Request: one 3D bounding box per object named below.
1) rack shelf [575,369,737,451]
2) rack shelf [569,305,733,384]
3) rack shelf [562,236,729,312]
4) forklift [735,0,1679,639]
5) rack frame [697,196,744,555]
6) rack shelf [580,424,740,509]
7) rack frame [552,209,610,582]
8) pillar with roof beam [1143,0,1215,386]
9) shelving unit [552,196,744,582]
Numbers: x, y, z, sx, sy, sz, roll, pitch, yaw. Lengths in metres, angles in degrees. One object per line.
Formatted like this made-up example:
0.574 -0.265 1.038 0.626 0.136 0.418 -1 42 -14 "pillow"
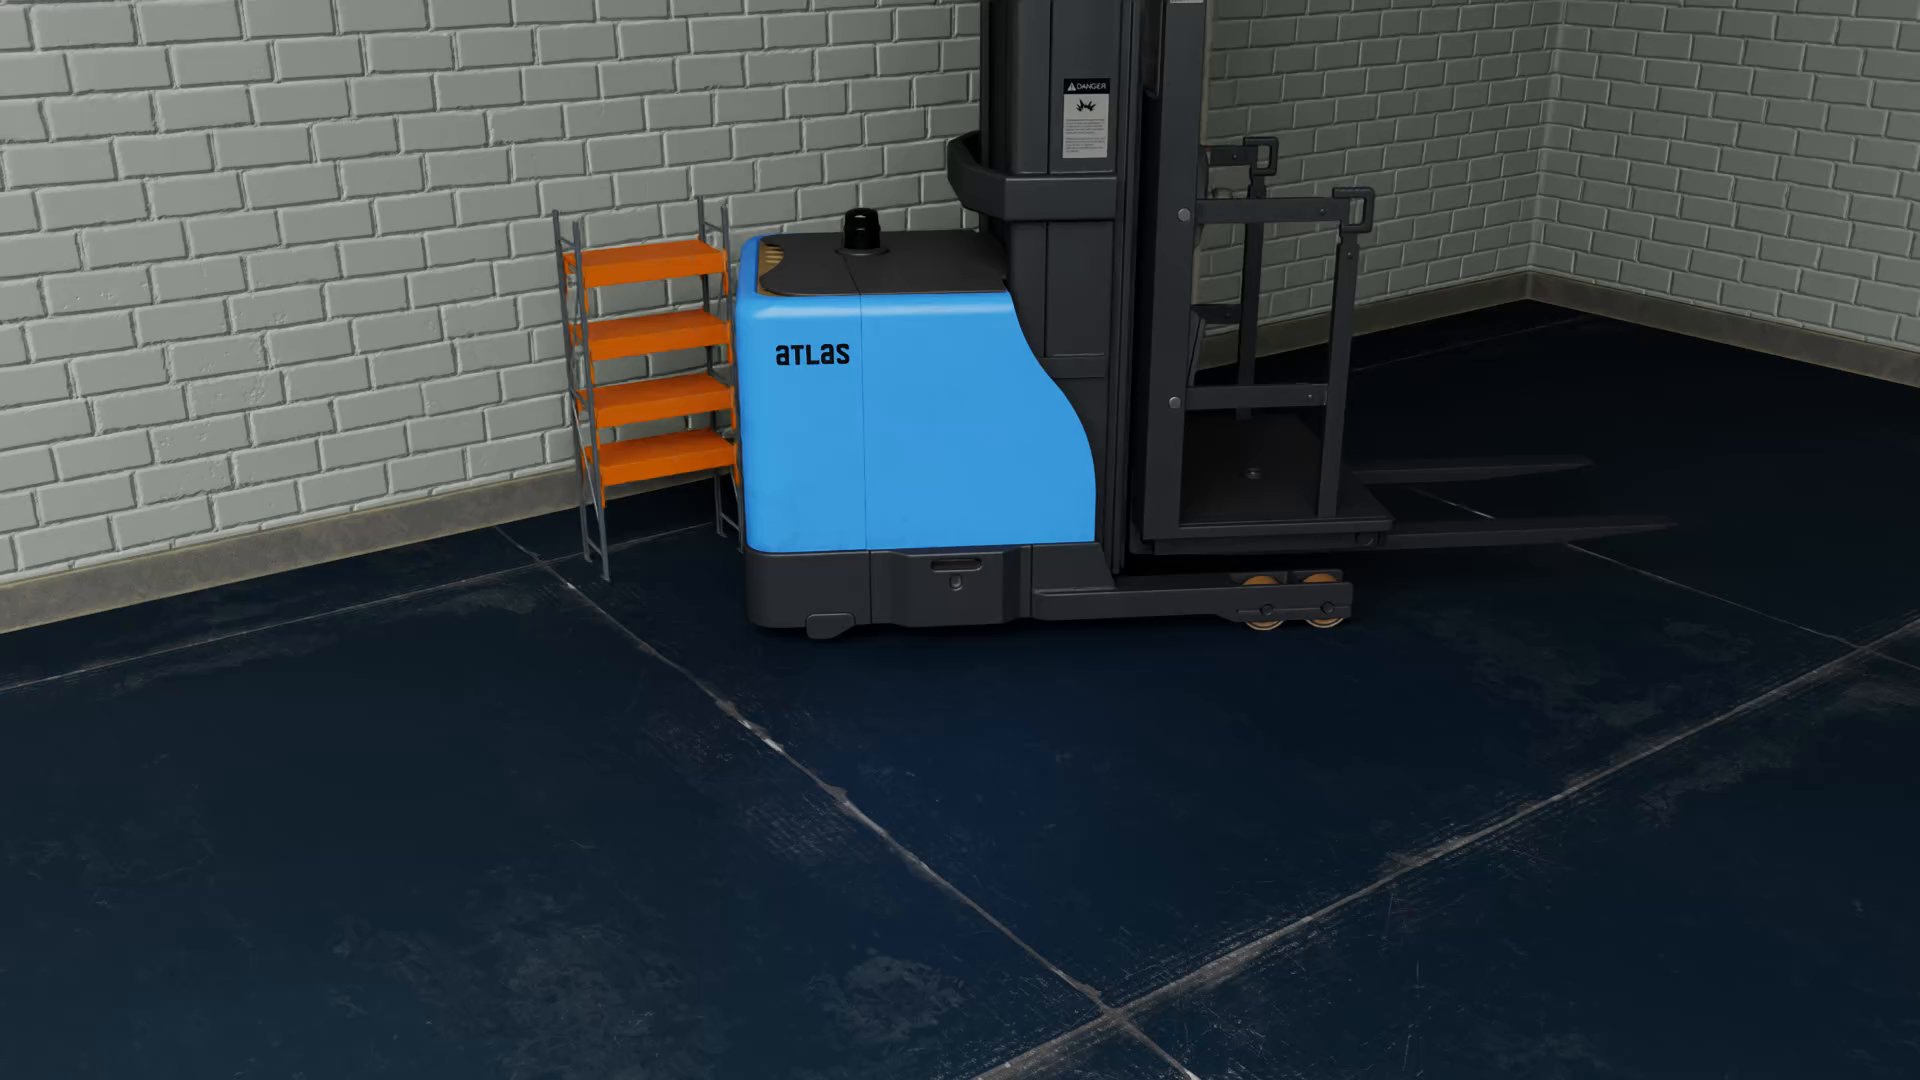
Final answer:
-1.021 -0.439 5.558 0.480 0.148 0.258 -12 24 -27 "rack shelf"
-1.021 -0.647 5.475 0.480 0.148 0.258 -12 24 -27 "rack shelf"
-1.021 -0.866 5.387 0.480 0.148 0.258 -12 24 -27 "rack shelf"
0.808 -1.273 5.131 3.031 2.935 1.130 -2 22 -5 "forklift"
-0.807 -0.545 5.642 0.015 1.200 0.240 -12 24 -27 "rack frame"
-1.020 -0.254 5.631 0.480 0.148 0.258 -12 24 -27 "rack shelf"
-1.234 -0.457 5.423 0.015 1.200 0.240 -12 24 -27 "rack frame"
3.329 -3.551 2.653 0.400 9.000 9.100 -15 26 -33 "pillar with roof beam"
-1.021 -0.501 5.533 0.503 1.200 0.258 -12 24 -27 "shelving unit"
